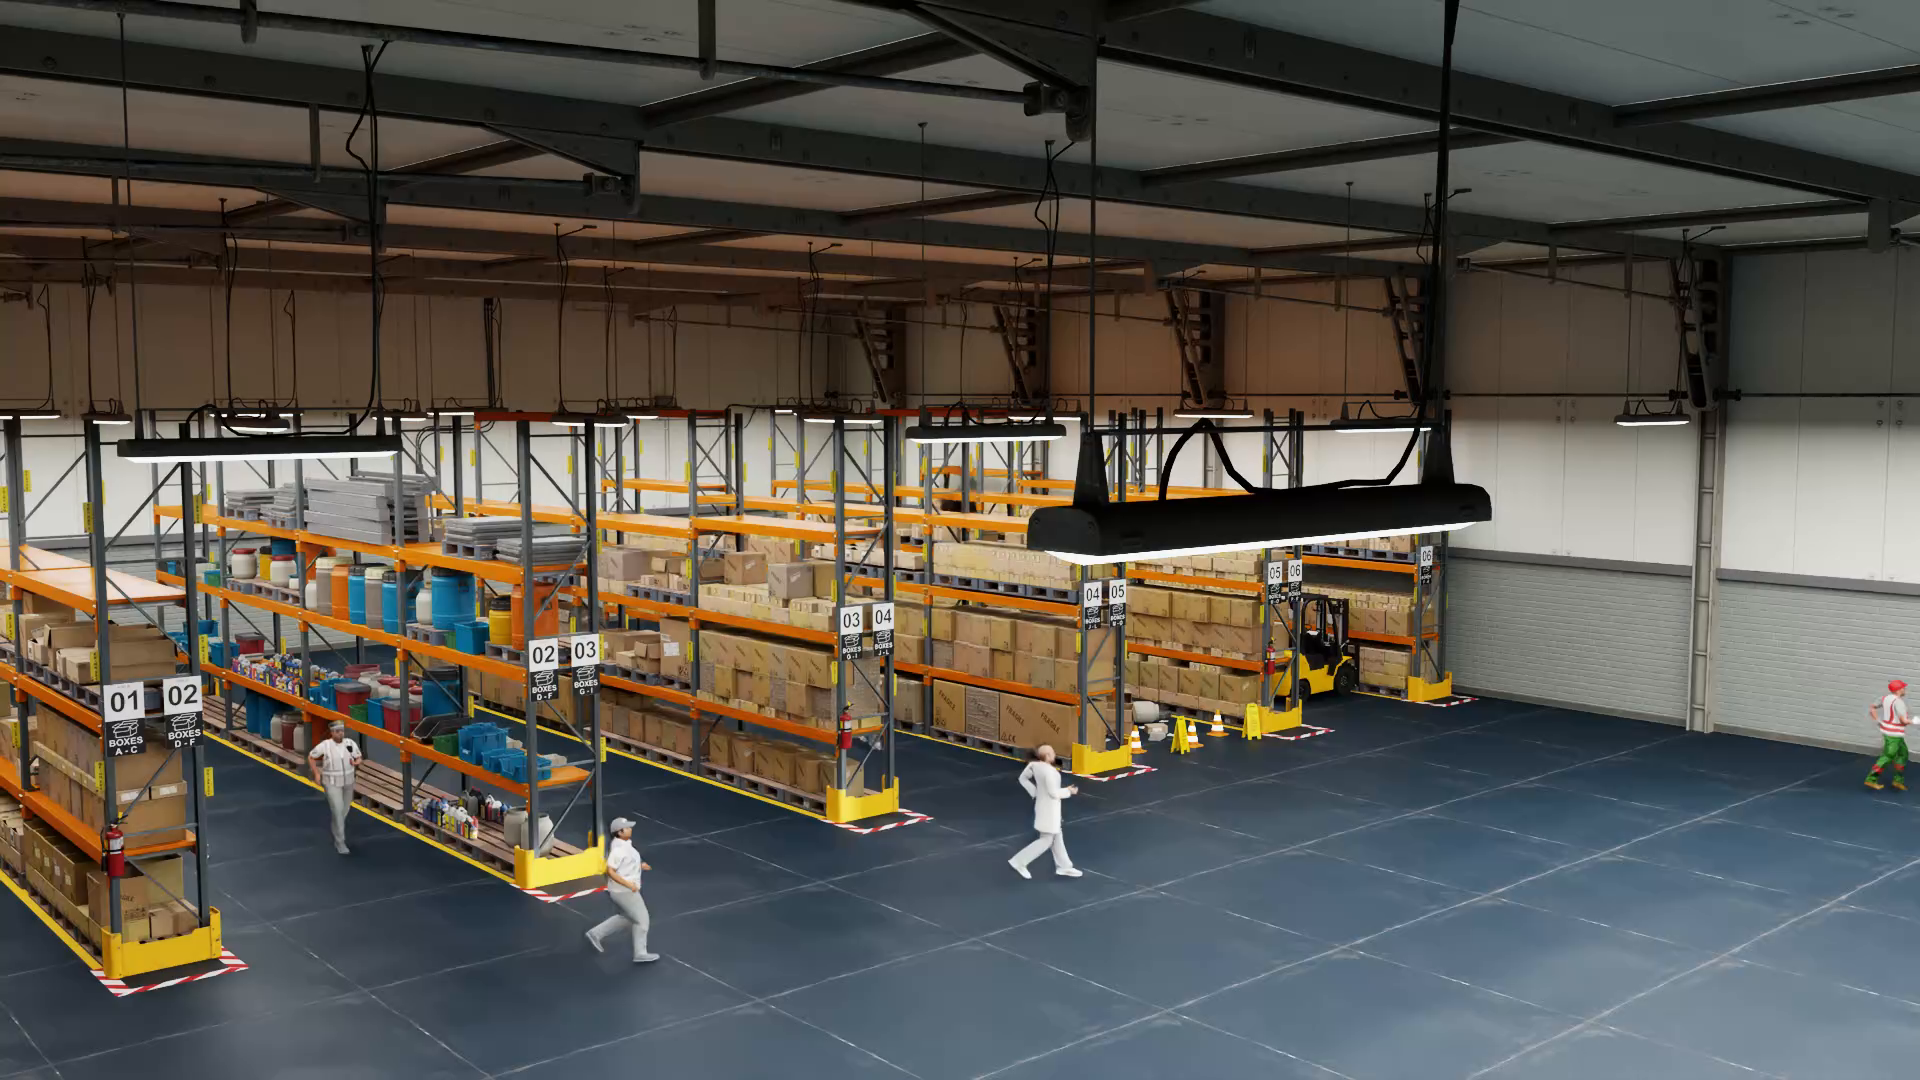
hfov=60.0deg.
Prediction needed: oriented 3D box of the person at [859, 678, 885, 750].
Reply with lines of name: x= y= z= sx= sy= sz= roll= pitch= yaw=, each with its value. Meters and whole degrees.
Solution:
person: x=-1.615 y=2.916 z=29.788 sx=0.785 sy=1.602 sz=0.518 roll=4 pitch=7 yaw=41

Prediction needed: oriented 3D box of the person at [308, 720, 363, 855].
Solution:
person: x=-8.660 y=3.408 z=23.170 sx=0.837 sy=1.839 sz=0.640 roll=5 pitch=7 yaw=43

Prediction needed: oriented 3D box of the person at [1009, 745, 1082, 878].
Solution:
person: x=1.117 y=3.533 z=21.528 sx=1.049 sy=1.781 sz=0.710 roll=-1 pitch=5 yaw=-16

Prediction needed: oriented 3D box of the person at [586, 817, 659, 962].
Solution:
person: x=-3.755 y=3.891 z=18.496 sx=0.784 sy=1.632 sz=0.620 roll=-1 pitch=5 yaw=-14

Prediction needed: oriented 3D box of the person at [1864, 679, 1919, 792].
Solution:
person: x=14.812 y=3.125 z=26.392 sx=0.788 sy=1.835 sz=0.637 roll=1 pitch=5 yaw=12
